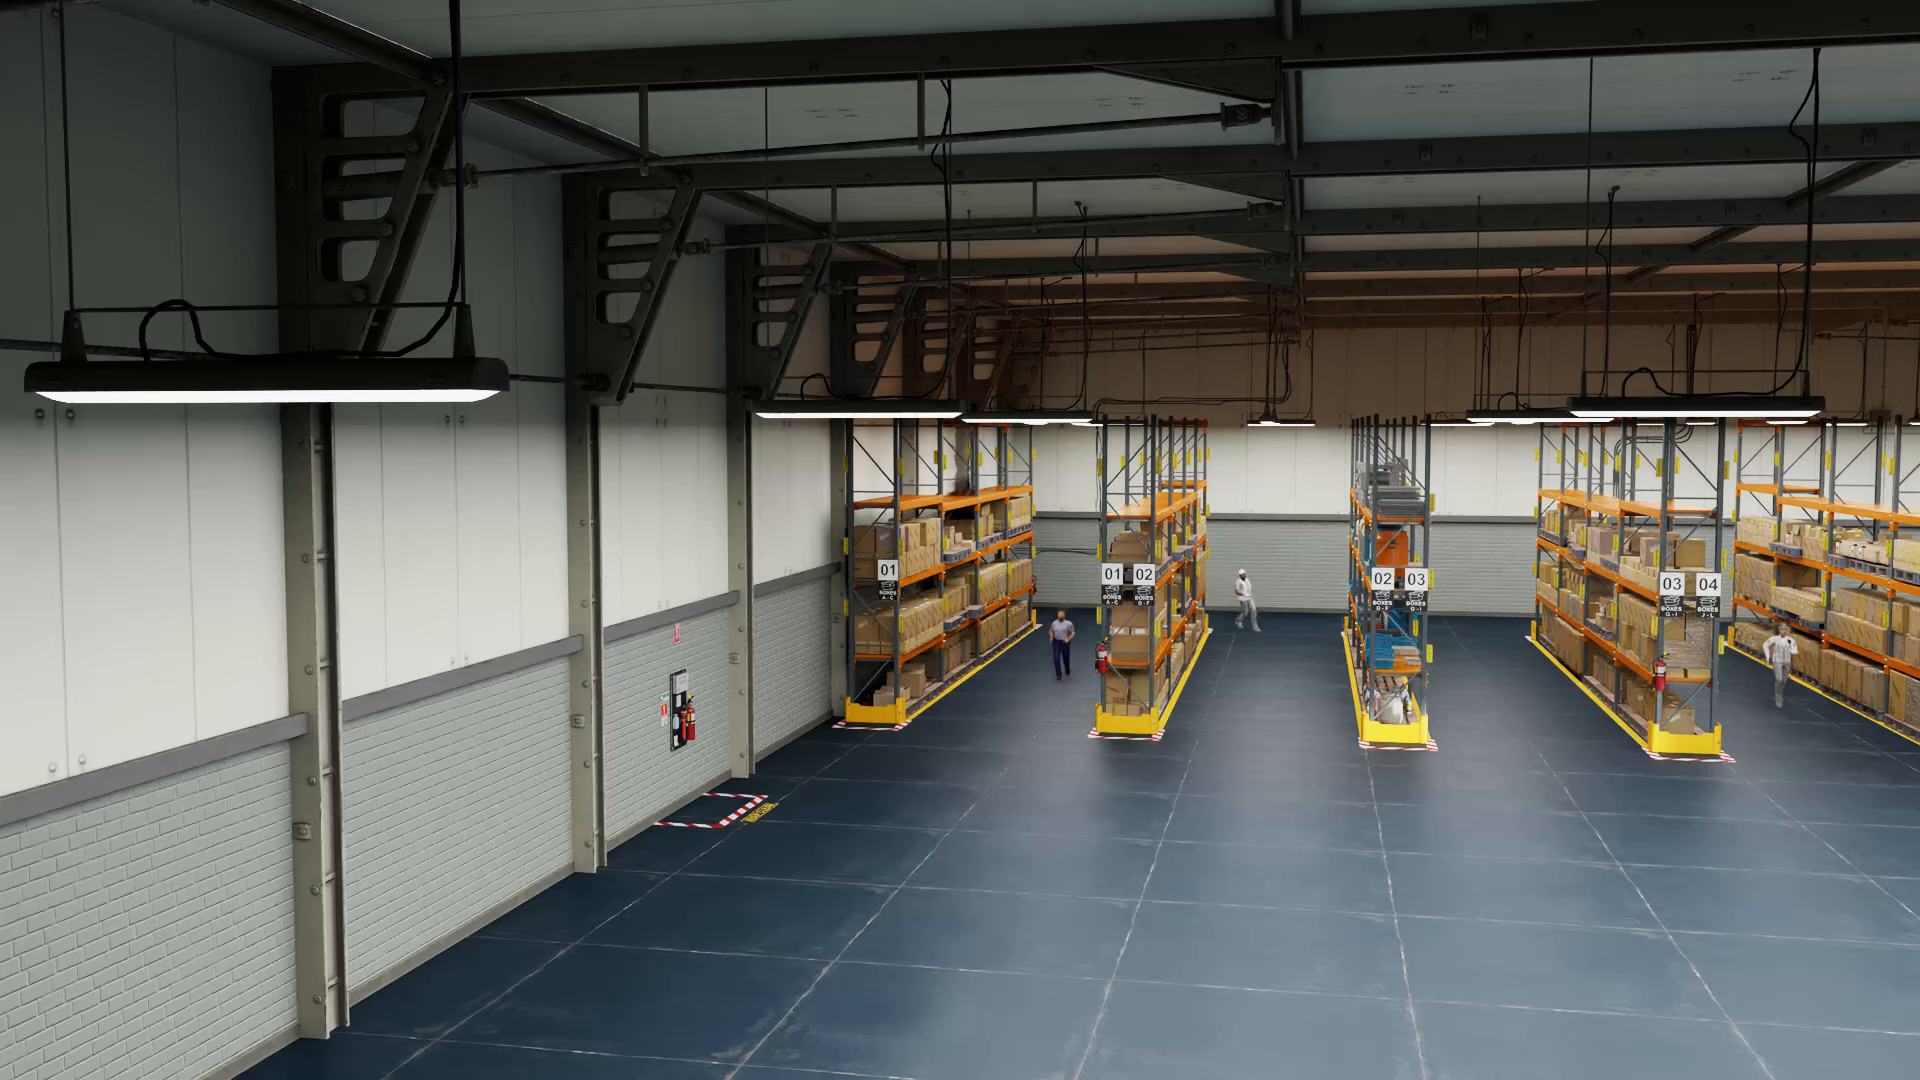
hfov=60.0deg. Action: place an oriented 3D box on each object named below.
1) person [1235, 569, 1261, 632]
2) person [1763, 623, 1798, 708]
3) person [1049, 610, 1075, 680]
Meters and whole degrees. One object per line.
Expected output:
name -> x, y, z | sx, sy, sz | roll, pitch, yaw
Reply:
person -> 8.070, 1.704, 47.001 | 0.727, 1.762, 0.902 | -3, 5, -41
person -> 17.029, 2.581, 34.477 | 0.584, 1.751, 0.743 | 0, 4, 7
person -> 2.319, 2.391, 38.064 | 0.608, 1.595, 0.599 | 1, 4, 13
